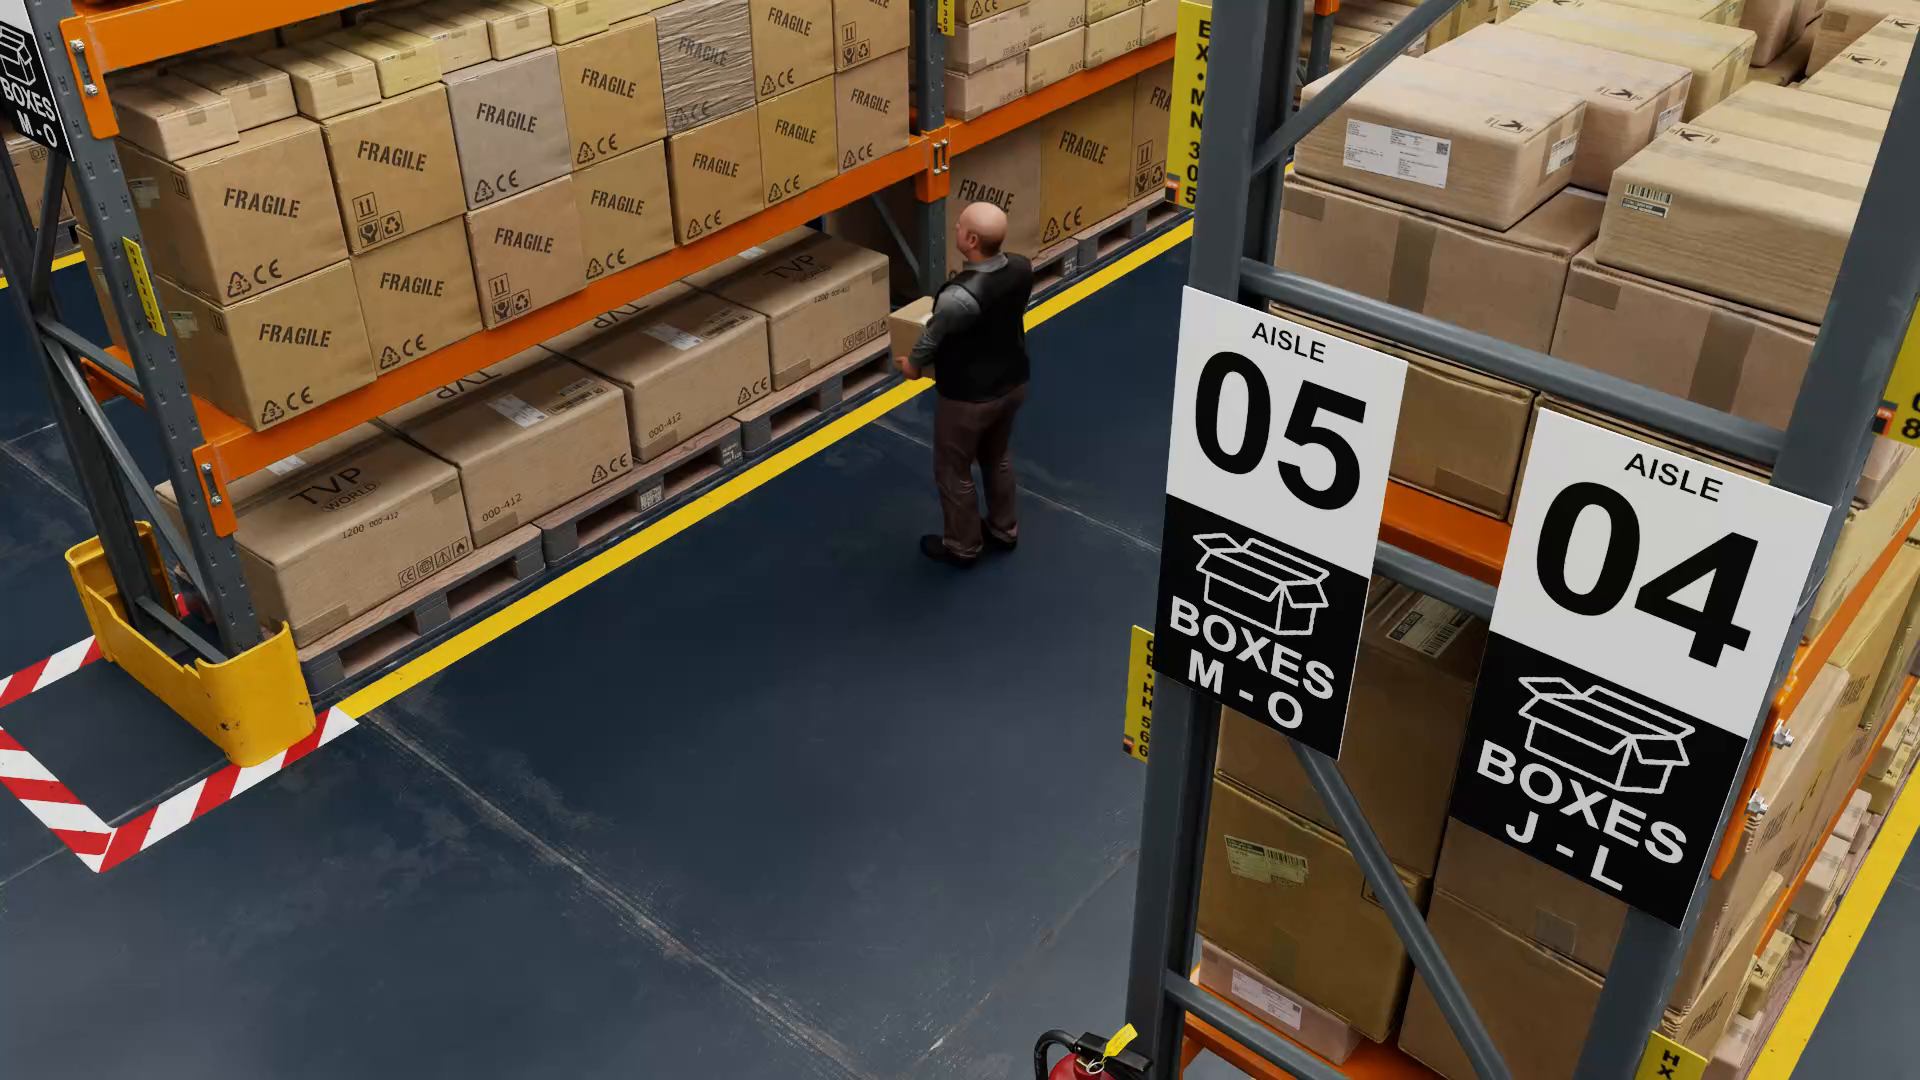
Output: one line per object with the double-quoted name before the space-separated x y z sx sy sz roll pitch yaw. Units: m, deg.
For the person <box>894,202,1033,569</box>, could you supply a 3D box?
"person" 0.003 -0.672 7.139 0.555 1.718 0.491 26 42 32
